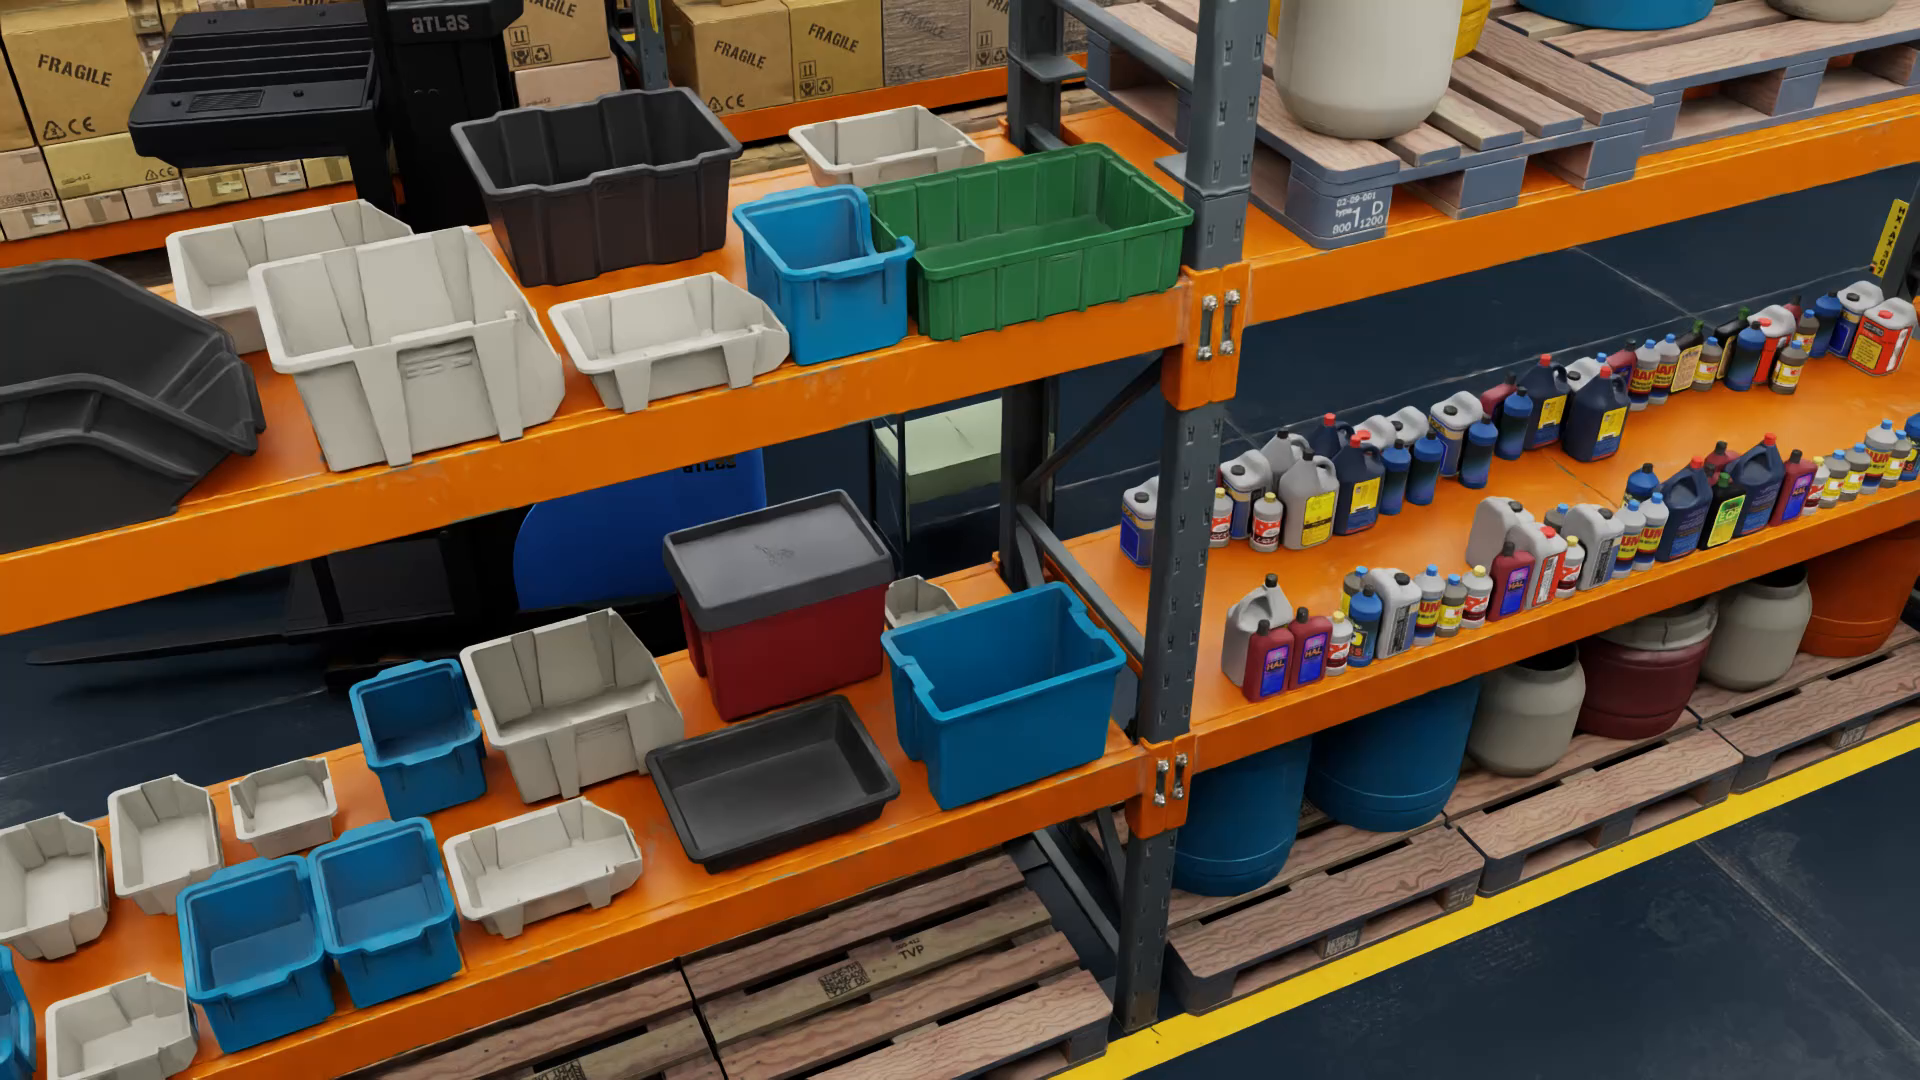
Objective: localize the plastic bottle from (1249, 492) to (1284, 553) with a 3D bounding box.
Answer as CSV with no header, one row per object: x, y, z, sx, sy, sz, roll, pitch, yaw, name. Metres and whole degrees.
1.013,-0.066,5.488,0.097,0.201,0.097,0,37,0,plastic bottle

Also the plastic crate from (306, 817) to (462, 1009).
-1.401,0.920,4.082,0.300,0.233,0.416,-16,39,-20,plastic crate

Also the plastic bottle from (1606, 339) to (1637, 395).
2.420,-0.604,6.145,0.133,0.283,0.061,-16,39,-20,plastic bottle

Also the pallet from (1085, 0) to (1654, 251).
1.061,-1.222,4.520,1.003,0.211,1.213,-16,39,-20,pallet

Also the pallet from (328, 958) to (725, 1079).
-1.362,1.796,5.151,1.213,0.211,1.003,-16,39,-20,pallet

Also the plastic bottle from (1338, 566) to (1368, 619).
1.235,0.171,5.168,0.097,0.201,0.097,0,37,0,plastic bottle

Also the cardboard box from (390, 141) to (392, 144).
-2.929,-2.057,7.882,0.500,0.250,0.500,-15,39,-19,cardboard box

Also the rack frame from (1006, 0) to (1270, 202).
0.393,-2.251,3.232,0.127,3.000,1.000,-16,39,-20,rack frame

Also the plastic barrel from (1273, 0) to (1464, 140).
0.976,-1.268,3.957,0.433,0.535,0.433,0,37,0,plastic barrel

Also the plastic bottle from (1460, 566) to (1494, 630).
1.598,0.170,5.170,0.097,0.201,0.097,0,37,0,plastic bottle

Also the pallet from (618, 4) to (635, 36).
-3.023,-4.291,13.358,1.213,0.211,1.003,-16,39,-20,pallet

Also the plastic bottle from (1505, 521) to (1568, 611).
1.812,0.062,5.253,0.135,0.276,0.152,-16,39,-20,plastic bottle

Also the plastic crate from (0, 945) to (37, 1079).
-2.269,1.162,3.755,0.300,0.233,0.416,-16,39,-20,plastic crate

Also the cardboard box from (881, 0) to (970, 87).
-0.281,-2.789,8.908,0.500,0.500,0.500,-17,40,-21,cardboard box

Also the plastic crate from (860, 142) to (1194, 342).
0.138,-0.691,3.824,0.662,0.188,0.450,-16,39,-20,plastic crate

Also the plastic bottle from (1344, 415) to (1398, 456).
1.400,-0.286,5.722,0.135,0.276,0.152,-16,39,-20,plastic bottle

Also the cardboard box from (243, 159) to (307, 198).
-3.242,-1.769,7.828,0.250,0.149,0.380,-15,39,-19,cardboard box

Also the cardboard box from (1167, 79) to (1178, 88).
1.276,-2.677,10.273,0.875,0.875,1.225,-17,40,-22,cardboard box

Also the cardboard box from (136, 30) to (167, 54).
-5.831,-3.611,11.892,0.250,0.149,0.380,-18,40,-22,cardboard box

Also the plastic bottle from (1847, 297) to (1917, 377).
3.550,-0.787,6.398,0.135,0.276,0.152,-16,39,-20,plastic bottle

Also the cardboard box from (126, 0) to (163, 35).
-5.804,-3.715,11.781,0.250,0.149,0.380,-14,39,-18,cardboard box

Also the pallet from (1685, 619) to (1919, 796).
3.318,0.488,6.915,1.213,0.211,1.003,-16,39,-20,pallet

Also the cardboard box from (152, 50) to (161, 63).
-3.617,-2.217,8.097,0.500,0.250,0.500,-16,39,-20,cardboard box

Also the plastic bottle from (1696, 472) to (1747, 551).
2.506,-0.105,5.472,0.133,0.283,0.061,-16,39,-20,plastic bottle

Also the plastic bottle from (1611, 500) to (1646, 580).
2.139,-0.010,5.353,0.097,0.271,0.097,0,37,0,plastic bottle

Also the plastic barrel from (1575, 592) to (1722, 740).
2.556,0.364,6.412,0.708,0.588,0.600,-16,39,-20,plastic barrel

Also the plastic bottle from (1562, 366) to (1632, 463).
2.270,-0.462,5.896,0.185,0.351,0.144,-16,39,-20,plastic bottle

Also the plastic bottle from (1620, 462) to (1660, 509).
2.254,-0.137,5.524,0.097,0.271,0.097,0,37,0,plastic bottle

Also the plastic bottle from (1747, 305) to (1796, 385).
3.066,-0.752,6.350,0.135,0.276,0.152,-16,39,-20,plastic bottle

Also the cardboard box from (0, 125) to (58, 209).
-4.315,-1.671,7.361,0.500,0.250,0.500,-16,39,-20,cardboard box

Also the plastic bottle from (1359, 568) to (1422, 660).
1.305,0.204,5.062,0.135,0.276,0.152,-16,39,-20,plastic bottle

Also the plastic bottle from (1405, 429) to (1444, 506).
1.591,-0.256,5.685,0.097,0.271,0.097,0,37,0,plastic bottle

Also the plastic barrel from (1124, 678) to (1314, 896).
0.893,0.704,5.692,0.708,0.901,0.600,-16,39,-20,plastic barrel

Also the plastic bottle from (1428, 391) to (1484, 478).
1.731,-0.379,5.847,0.135,0.276,0.152,-16,39,-20,plastic bottle

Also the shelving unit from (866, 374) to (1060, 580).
0.006,-0.604,7.305,0.755,1.500,0.431,-16,39,-20,shelving unit

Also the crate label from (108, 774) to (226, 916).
-2.056,0.799,4.326,0.243,0.136,0.396,-16,39,-20,crate label

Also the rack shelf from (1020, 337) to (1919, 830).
2.204,-0.059,5.916,4.000,0.370,1.077,-16,39,-20,rack shelf

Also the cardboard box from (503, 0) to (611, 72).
-2.014,-2.613,8.001,0.500,0.500,0.500,-15,39,-19,cardboard box

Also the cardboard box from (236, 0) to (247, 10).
-5.088,-3.876,11.999,0.250,0.149,0.380,-17,40,-22,cardboard box

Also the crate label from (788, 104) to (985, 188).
-0.173,-0.973,4.247,0.466,0.136,0.293,-16,39,-20,crate label

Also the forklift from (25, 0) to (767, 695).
-2.358,-0.881,6.477,3.031,2.935,1.130,-7,37,-10,forklift

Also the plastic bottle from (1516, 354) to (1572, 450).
2.083,-0.510,5.961,0.185,0.351,0.144,-16,39,-20,plastic bottle

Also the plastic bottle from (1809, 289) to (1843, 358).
3.368,-0.853,6.490,0.097,0.271,0.097,0,37,0,plastic bottle

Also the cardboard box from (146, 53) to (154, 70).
-5.846,-3.483,11.968,0.250,0.149,0.380,-16,39,-20,cardboard box

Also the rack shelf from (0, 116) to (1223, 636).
-1.417,-0.251,3.657,4.000,0.370,1.077,-16,39,-20,rack shelf

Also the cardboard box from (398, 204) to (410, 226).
-3.158,-1.476,8.654,0.875,0.875,0.875,-16,39,-20,cardboard box

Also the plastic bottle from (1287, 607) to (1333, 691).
1.027,0.308,4.914,0.133,0.283,0.061,-16,39,-20,plastic bottle

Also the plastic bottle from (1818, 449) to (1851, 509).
2.979,-0.216,5.691,0.097,0.201,0.097,0,37,0,plastic bottle

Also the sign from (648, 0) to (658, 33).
-1.474,-2.593,7.936,0.005,0.325,0.100,-16,39,-20,sign

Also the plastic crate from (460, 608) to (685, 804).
-1.068,0.469,4.649,0.530,0.282,0.437,-16,39,-20,plastic crate

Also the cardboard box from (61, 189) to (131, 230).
-3.941,-1.573,7.563,0.250,0.149,0.380,-16,40,-21,cardboard box

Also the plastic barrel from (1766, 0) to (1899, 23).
2.473,-1.752,4.610,0.433,0.535,0.433,0,37,0,plastic barrel

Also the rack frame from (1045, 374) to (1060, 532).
0.337,-0.697,7.430,0.023,1.500,0.400,-16,39,-20,rack frame

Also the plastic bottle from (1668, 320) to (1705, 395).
2.717,-0.687,6.257,0.133,0.283,0.061,-16,39,-20,plastic bottle

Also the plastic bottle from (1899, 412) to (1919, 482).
3.332,-0.343,5.803,0.097,0.271,0.097,0,37,0,plastic bottle

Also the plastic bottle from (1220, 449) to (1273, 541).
0.943,-0.159,5.550,0.135,0.276,0.152,-16,39,-20,plastic bottle

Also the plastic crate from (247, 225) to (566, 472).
-1.090,-0.381,3.327,0.530,0.282,0.437,-16,39,-20,plastic crate

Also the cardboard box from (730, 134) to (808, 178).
-1.141,-2.001,9.361,0.875,0.875,1.225,-15,39,-20,cardboard box

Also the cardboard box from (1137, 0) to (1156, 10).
1.114,-3.184,9.441,0.500,0.500,0.500,-16,39,-20,cardboard box

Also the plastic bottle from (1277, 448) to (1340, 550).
1.147,-0.153,5.480,0.185,0.351,0.144,-16,39,-20,plastic bottle
